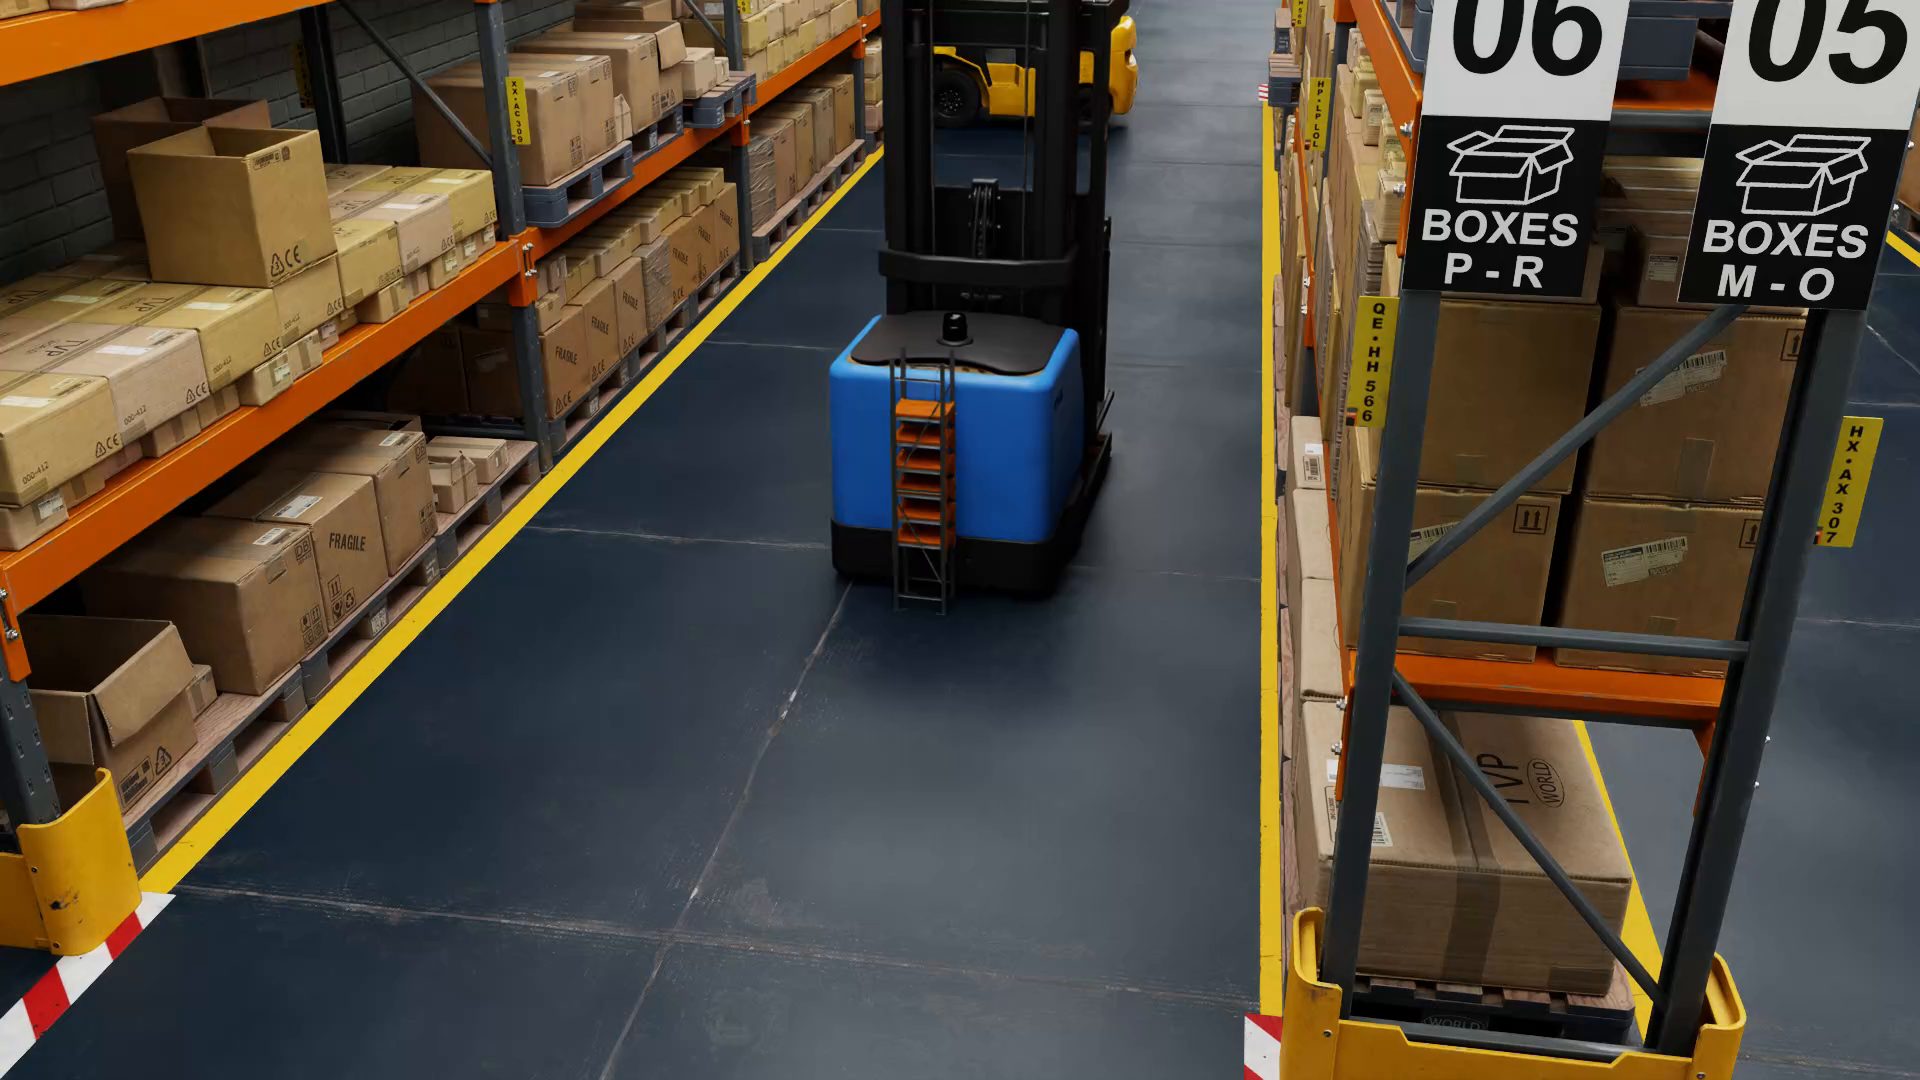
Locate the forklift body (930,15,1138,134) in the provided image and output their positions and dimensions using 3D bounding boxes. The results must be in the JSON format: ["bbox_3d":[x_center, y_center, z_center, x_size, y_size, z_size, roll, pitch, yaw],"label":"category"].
[{"bbox_3d":[0.726,-5.477,17.414,2.313,2.155,1.214,4,25,9],"label":"forklift body"}]

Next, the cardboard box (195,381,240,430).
[{"bbox_3d":[-2.910,-0.529,6.137,0.380,0.149,0.250,4,25,9],"label":"cardboard box"}]

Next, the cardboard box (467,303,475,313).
[{"bbox_3d":[-2.911,-1.398,9.387,0.380,0.149,0.250,4,25,9],"label":"cardboard box"}]

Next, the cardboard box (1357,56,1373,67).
[{"bbox_3d":[1.738,-1.780,6.451,0.380,0.149,0.250,4,25,8],"label":"cardboard box"}]

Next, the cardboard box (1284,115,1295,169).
[{"bbox_3d":[3.397,-3.546,14.892,0.950,0.372,0.625,4,25,9],"label":"cardboard box"}]

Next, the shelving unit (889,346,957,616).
[{"bbox_3d":[-0.161,-0.248,7.364,0.258,1.200,0.189,5,26,11],"label":"shelving unit"}]

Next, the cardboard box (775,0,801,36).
[{"bbox_3d":[-1.571,-4.189,13.248,0.500,0.250,0.500,3,25,7],"label":"cardboard box"}]

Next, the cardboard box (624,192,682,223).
[{"bbox_3d":[-2.090,-2.232,11.168,0.380,0.149,0.250,5,26,10],"label":"cardboard box"}]

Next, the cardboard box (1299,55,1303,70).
[{"bbox_3d":[2.620,-3.440,11.861,0.380,0.149,0.250,4,25,9],"label":"cardboard box"}]

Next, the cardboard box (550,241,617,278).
[{"bbox_3d":[-2.295,-1.692,10.015,0.380,0.149,0.250,4,25,8],"label":"cardboard box"}]

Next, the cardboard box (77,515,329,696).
[{"bbox_3d":[-3.007,0.249,6.633,0.700,0.500,0.500,5,26,11],"label":"cardboard box"}]

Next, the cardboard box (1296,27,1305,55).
[{"bbox_3d":[2.627,-3.672,11.593,0.500,0.500,0.500,3,25,7],"label":"cardboard box"}]

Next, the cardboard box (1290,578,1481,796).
[{"bbox_3d":[1.670,0.557,6.048,0.875,0.438,0.875,5,25,10],"label":"cardboard box"}]

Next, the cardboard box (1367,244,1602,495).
[{"bbox_3d":[1.363,-0.463,4.403,0.500,0.500,0.500,5,26,10],"label":"cardboard box"}]

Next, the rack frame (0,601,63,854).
[{"bbox_3d":[-3.378,-0.089,4.902,1.000,3.000,0.127,4,25,9],"label":"rack frame"}]

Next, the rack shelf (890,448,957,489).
[{"bbox_3d":[-0.161,-0.316,7.332,0.258,0.103,0.180,5,26,11],"label":"rack shelf"}]

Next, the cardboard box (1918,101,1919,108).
[{"bbox_3d":[8.368,-3.370,14.070,1.050,0.750,0.750,4,25,8],"label":"cardboard box"}]

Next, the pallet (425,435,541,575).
[{"bbox_3d":[-2.838,-0.212,8.454,1.003,0.211,1.213,4,25,9],"label":"pallet"}]

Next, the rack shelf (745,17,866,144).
[{"bbox_3d":[-1.744,-3.946,13.990,1.077,0.370,4.000,4,25,9],"label":"rack shelf"}]

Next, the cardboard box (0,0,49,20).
[{"bbox_3d":[-3.021,-1.669,5.034,0.380,0.149,0.250,4,25,9],"label":"cardboard box"}]

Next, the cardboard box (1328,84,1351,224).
[{"bbox_3d":[1.767,-1.525,6.671,0.500,0.500,0.500,4,25,8],"label":"cardboard box"}]

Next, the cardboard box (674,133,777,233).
[{"bbox_3d":[-1.956,-2.810,13.020,0.875,0.625,0.625,5,26,10],"label":"cardboard box"}]

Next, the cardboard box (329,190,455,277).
[{"bbox_3d":[-2.635,-1.388,7.504,0.500,0.250,0.500,4,25,9],"label":"cardboard box"}]

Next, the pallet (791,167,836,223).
[{"bbox_3d":[-1.696,-3.022,14.458,1.003,0.211,1.213,4,25,9],"label":"pallet"}]

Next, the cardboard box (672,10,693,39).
[{"bbox_3d":[-2.272,-3.800,12.418,0.500,0.250,0.500,5,25,10],"label":"cardboard box"}]

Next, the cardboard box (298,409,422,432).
[{"bbox_3d":[-3.066,-0.474,8.402,0.500,0.311,0.500,5,26,10],"label":"cardboard box"}]

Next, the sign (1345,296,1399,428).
[{"bbox_3d":[0.986,-0.422,3.968,0.100,0.325,0.005,4,25,9],"label":"sign"}]

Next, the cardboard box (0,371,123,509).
[{"bbox_3d":[-3.038,-0.327,5.236,0.500,0.250,0.500,4,25,9],"label":"cardboard box"}]

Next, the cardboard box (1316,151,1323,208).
[{"bbox_3d":[2.005,-1.779,8.100,0.500,0.250,0.500,4,25,8],"label":"cardboard box"}]

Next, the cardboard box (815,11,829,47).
[{"bbox_3d":[-1.430,-4.395,14.278,0.500,0.250,0.500,4,25,9],"label":"cardboard box"}]

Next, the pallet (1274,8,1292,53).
[{"bbox_3d":[3.212,-4.369,14.272,1.003,0.211,1.213,4,25,9],"label":"pallet"}]

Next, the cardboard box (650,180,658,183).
[{"bbox_3d":[-2.416,-2.336,12.156,0.500,0.500,0.500,5,26,10],"label":"cardboard box"}]

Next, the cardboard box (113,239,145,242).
[{"bbox_3d":[-3.233,-1.214,7.132,0.500,0.250,0.500,5,25,10],"label":"cardboard box"}]

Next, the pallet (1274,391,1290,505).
[{"bbox_3d":[2.225,-0.485,9.036,1.003,0.211,1.213,4,25,9],"label":"pallet"}]

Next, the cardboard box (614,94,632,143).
[{"bbox_3d":[-2.119,-2.446,9.600,0.396,0.266,0.258,5,26,11],"label":"cardboard box"}]

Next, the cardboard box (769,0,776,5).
[{"bbox_3d":[-1.639,-4.218,12.840,0.380,0.149,0.250,4,25,9],"label":"cardboard box"}]

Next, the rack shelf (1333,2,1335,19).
[{"bbox_3d":[2.500,-3.289,9.048,1.077,0.370,4.000,4,25,9],"label":"rack shelf"}]

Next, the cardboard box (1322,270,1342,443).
[{"bbox_3d":[1.580,-0.654,5.990,0.500,0.500,0.500,5,26,10],"label":"cardboard box"}]

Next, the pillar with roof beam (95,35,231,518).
[{"bbox_3d":[0.519,-3.952,6.078,9.100,9.000,0.400,4,25,9],"label":"pillar with roof beam"}]

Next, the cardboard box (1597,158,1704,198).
[{"bbox_3d":[2.004,-0.995,4.774,0.380,0.149,0.250,3,25,7],"label":"cardboard box"}]

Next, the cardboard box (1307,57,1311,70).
[{"bbox_3d":[2.415,-2.840,10.367,0.500,0.250,0.500,5,25,10],"label":"cardboard box"}]

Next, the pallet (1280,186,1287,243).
[{"bbox_3d":[3.157,-2.665,13.695,1.003,0.211,1.213,4,25,9],"label":"pallet"}]

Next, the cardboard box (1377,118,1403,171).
[{"bbox_3d":[1.535,-1.240,5.298,0.380,0.149,0.250,5,25,10],"label":"cardboard box"}]

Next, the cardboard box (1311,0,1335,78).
[{"bbox_3d":[2.248,-2.767,9.326,0.500,0.500,0.500,4,25,9],"label":"cardboard box"}]

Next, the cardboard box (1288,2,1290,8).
[{"bbox_3d":[3.395,-5.232,16.187,0.380,0.149,0.250,4,25,8],"label":"cardboard box"}]

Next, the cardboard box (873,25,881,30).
[{"bbox_3d":[-0.772,-5.327,17.661,0.500,0.250,0.500,4,25,7],"label":"cardboard box"}]

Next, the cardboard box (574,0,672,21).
[{"bbox_3d":[-2.309,-3.466,11.503,0.500,0.500,0.500,5,26,11],"label":"cardboard box"}]

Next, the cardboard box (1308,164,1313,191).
[{"bbox_3d":[2.183,-1.979,9.117,0.500,0.250,0.500,3,25,7],"label":"cardboard box"}]

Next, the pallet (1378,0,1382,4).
[{"bbox_3d":[1.827,-1.888,5.311,1.003,0.211,1.213,4,25,9],"label":"pallet"}]

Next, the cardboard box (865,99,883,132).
[{"bbox_3d":[-1.012,-4.232,16.501,0.500,0.250,0.500,4,25,9],"label":"cardboard box"}]

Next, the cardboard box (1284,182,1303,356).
[{"bbox_3d":[2.482,-1.665,10.279,0.875,0.875,0.875,4,25,9],"label":"cardboard box"}]

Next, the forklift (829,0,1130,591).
[{"bbox_3d":[0.221,-1.696,8.416,1.130,2.935,3.031,5,26,11],"label":"forklift"}]

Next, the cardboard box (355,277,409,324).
[{"bbox_3d":[-2.651,-1.060,7.273,0.380,0.149,0.250,4,25,8],"label":"cardboard box"}]

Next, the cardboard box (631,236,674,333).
[{"bbox_3d":[-2.170,-1.655,10.701,0.500,0.500,0.500,3,25,7],"label":"cardboard box"}]

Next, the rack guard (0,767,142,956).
[{"bbox_3d":[-3.366,1.011,5.500,1.175,0.500,0.348,4,25,9],"label":"rack guard"}]

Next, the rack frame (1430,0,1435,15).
[{"bbox_3d":[1.519,-2.464,2.899,1.000,3.000,0.127,4,25,9],"label":"rack frame"}]
